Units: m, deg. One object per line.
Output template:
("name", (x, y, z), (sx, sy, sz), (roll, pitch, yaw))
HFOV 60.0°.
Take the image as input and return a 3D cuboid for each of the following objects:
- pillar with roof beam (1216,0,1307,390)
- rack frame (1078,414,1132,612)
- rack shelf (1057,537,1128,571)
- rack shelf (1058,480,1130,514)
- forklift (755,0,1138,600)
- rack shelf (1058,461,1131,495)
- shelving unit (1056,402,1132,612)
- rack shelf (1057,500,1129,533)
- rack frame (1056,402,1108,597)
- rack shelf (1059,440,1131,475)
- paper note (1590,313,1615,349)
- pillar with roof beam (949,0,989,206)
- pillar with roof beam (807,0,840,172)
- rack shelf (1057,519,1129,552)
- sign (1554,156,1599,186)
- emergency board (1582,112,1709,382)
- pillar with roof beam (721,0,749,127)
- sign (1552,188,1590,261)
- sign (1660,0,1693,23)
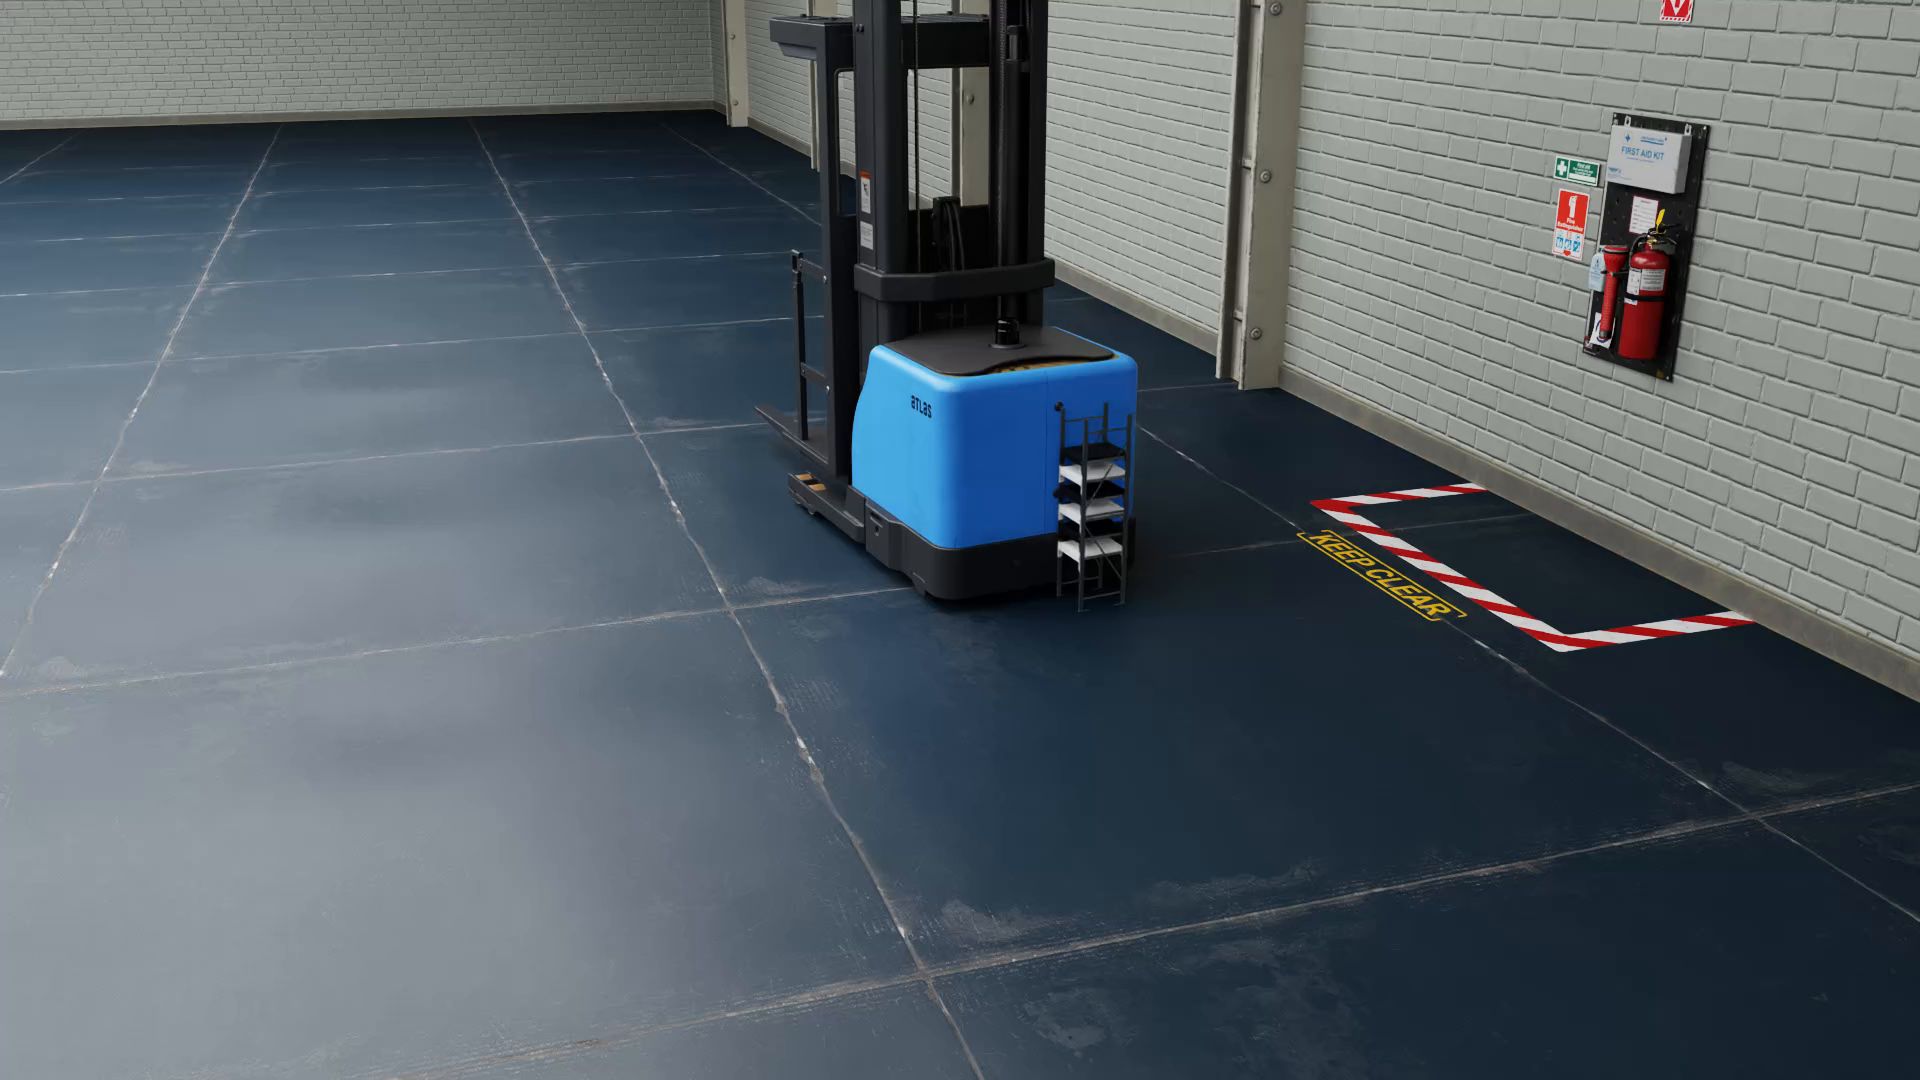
("pillar with roof beam", (-2.099, -4.870, 8.664), (9.100, 9.000, 0.400), (-6, 21, -17))
("rack frame", (0.645, -0.114, 7.403), (0.240, 0.900, 0.006), (-9, 22, -24))
("rack shelf", (0.600, 0.055, 7.562), (0.258, 0.077, 0.200), (-9, 22, -24))
("rack shelf", (0.601, -0.199, 7.469), (0.258, 0.077, 0.200), (-9, 22, -24))
("forklift", (-0.272, -1.569, 8.448), (1.130, 2.935, 3.031), (-9, 22, -24))
("rack shelf", (0.601, -0.283, 7.438), (0.258, 0.077, 0.200), (-9, 22, -24))
("shelving unit", (0.600, -0.145, 7.489), (0.258, 0.900, 0.210), (-9, 22, -24))
("rack shelf", (0.600, -0.114, 7.500), (0.258, 0.077, 0.200), (-9, 22, -24))
("rack frame", (0.556, -0.177, 7.575), (0.240, 0.900, 0.006), (-9, 22, -24))
("rack shelf", (0.601, -0.368, 7.408), (0.258, 0.077, 0.200), (-9, 22, -24))
("paper note", (3.143, -1.026, 8.137), (0.016, 0.148, 0.142), (-6, 21, -17))
("pillar with roof beam", (-3.985, -6.796, 14.024), (9.100, 9.000, 0.400), (-6, 21, -17))
("pillar with roof beam", (-5.870, -8.721, 19.385), (9.100, 9.000, 0.400), (-6, 21, -17))
("rack shelf", (0.600, -0.030, 7.531), (0.258, 0.077, 0.200), (-9, 22, -24))
("sign", (3.051, -1.828, 8.232), (0.001, 0.109, 0.331), (-6, 21, -17))
("emergency board", (3.133, -1.376, 7.810), (0.194, 1.169, 0.643), (-6, 21, -17))
("pillar with roof beam", (-7.756, -10.647, 24.746), (9.100, 9.000, 0.400), (-6, 21, -17))
("sign", (3.058, -1.581, 8.328), (0.001, 0.329, 0.234), (-6, 21, -17))
("sign", (3.225, -2.480, 7.455), (0.001, 0.298, 0.199), (-6, 21, -17))
